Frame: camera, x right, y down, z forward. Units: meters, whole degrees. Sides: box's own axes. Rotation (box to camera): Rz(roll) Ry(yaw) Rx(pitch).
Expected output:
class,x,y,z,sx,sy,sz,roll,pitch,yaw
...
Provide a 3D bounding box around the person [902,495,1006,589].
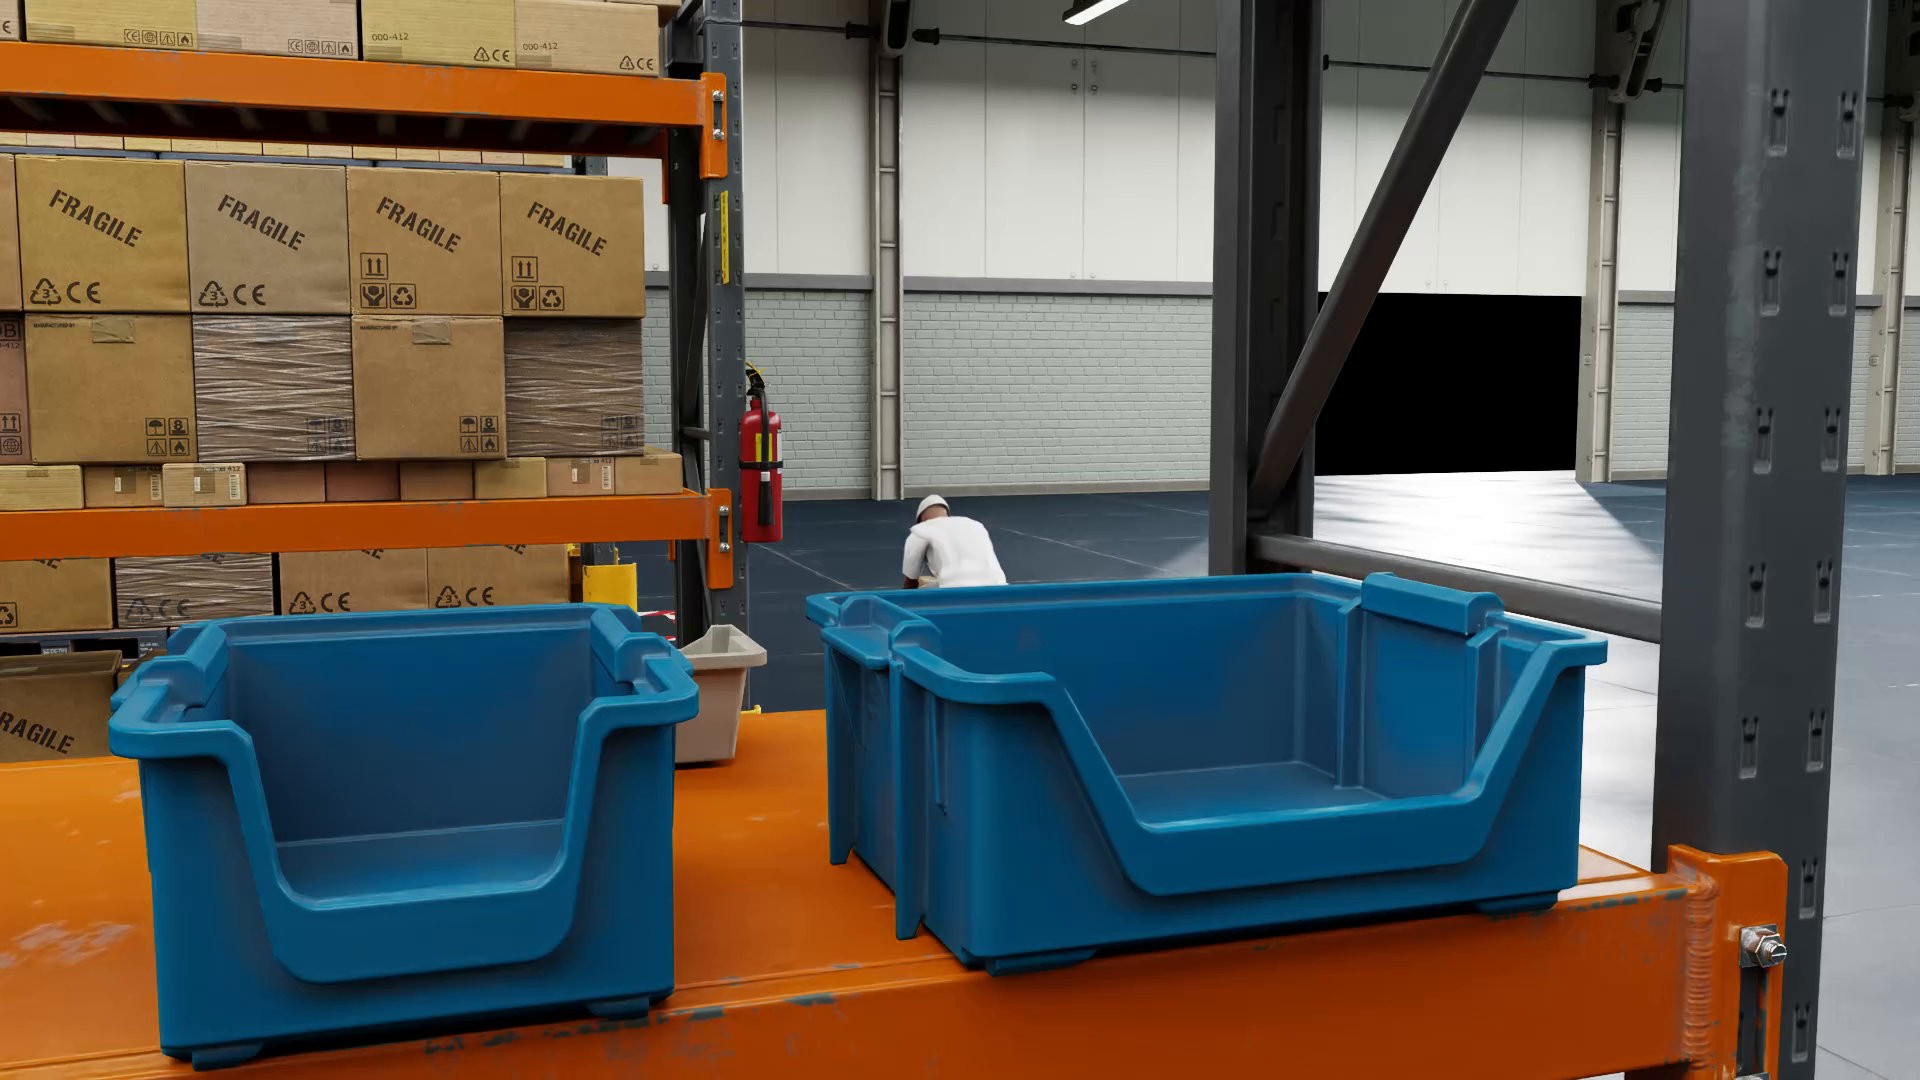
class,x,y,z,sx,sy,sz,roll,pitch,yaw
person,-0.048,0.233,10.293,0.586,0.997,0.888,-2,6,-19
